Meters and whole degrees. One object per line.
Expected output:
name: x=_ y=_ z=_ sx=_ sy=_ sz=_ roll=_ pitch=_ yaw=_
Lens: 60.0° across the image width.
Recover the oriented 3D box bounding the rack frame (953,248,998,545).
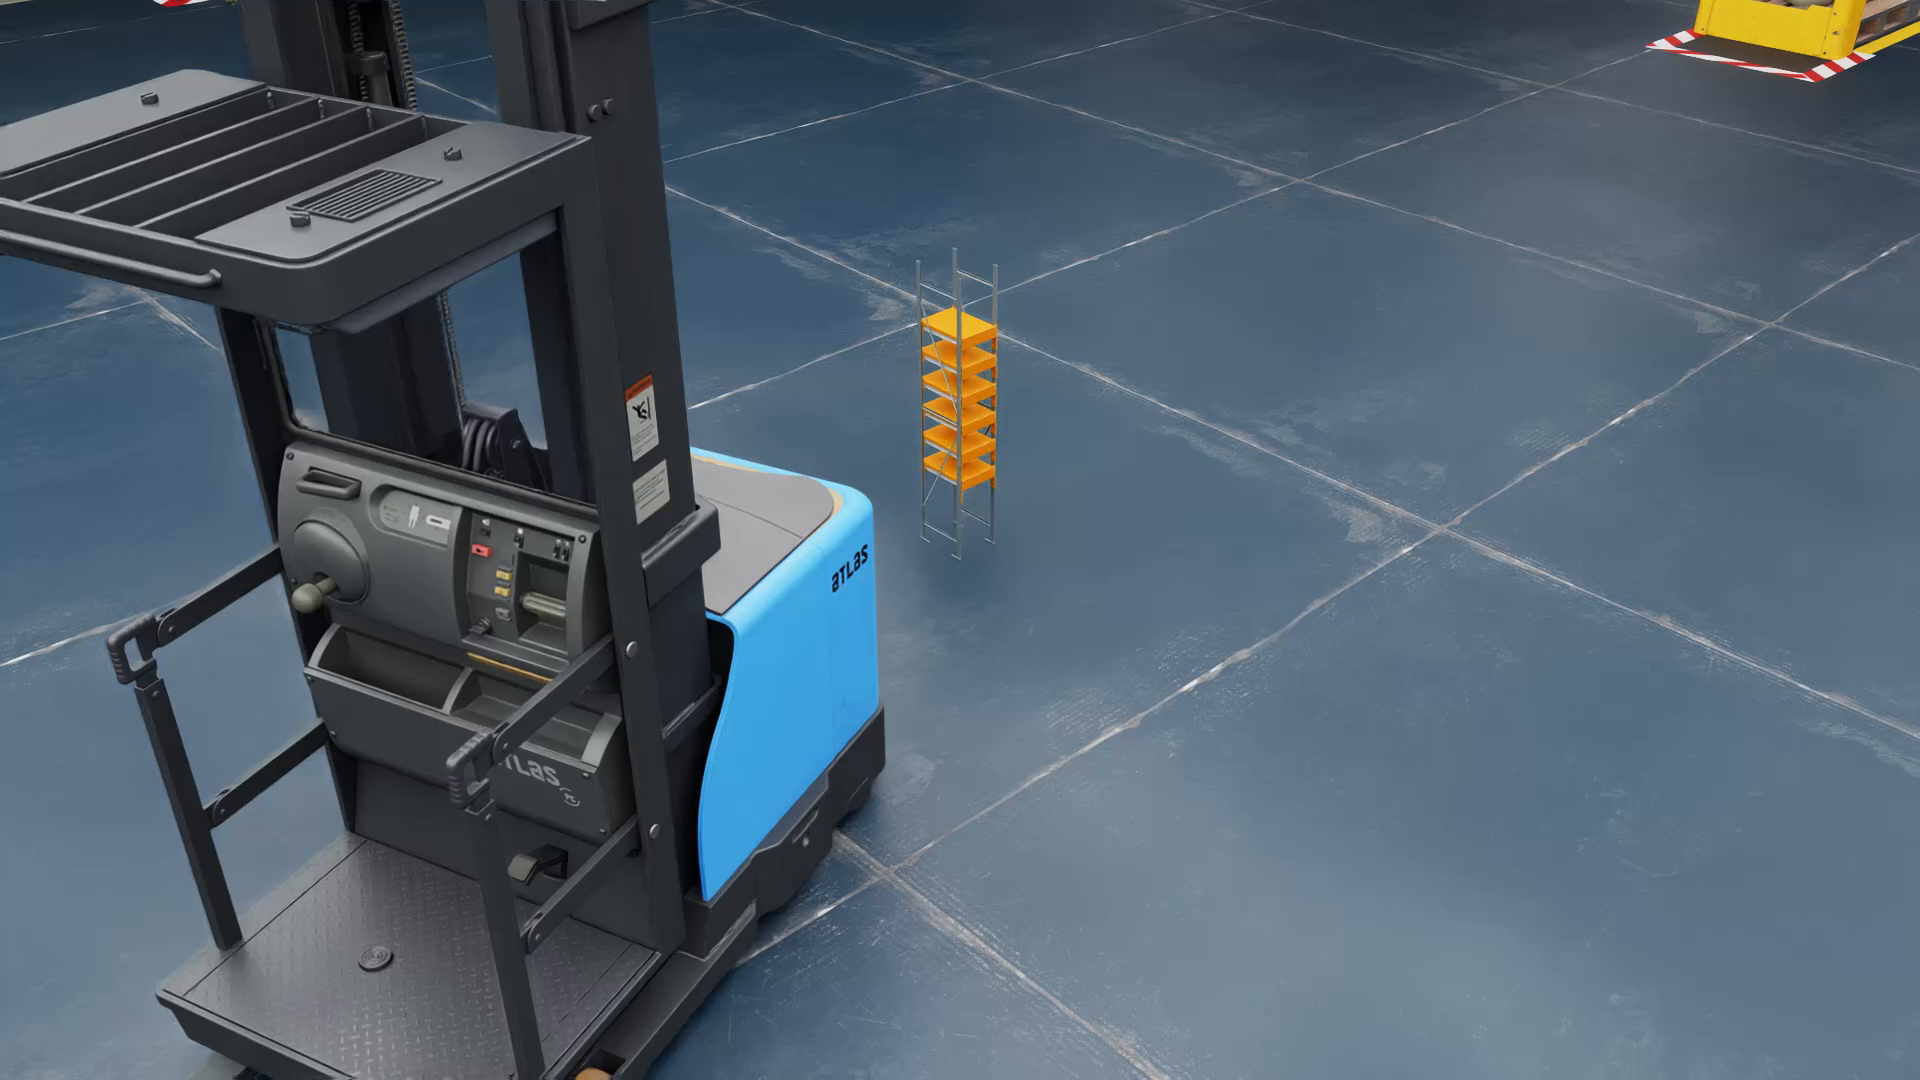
rack frame: x=0.056 y=-0.539 z=6.482 sx=0.006 sy=1.200 sz=0.240 roll=-26 pitch=40 yaw=-35

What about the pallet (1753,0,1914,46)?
pallet: x=7.050 y=-4.337 z=13.641 sx=1.213 sy=0.211 sz=1.003 roll=-26 pitch=40 yaw=-35

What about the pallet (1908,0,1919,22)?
pallet: x=7.944 y=-4.768 z=14.345 sx=1.213 sy=0.211 sz=1.003 roll=-26 pitch=40 yaw=-35

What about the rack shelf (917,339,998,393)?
rack shelf: x=-0.011 y=-0.674 z=6.327 sx=0.180 sy=0.103 sz=0.258 roll=-26 pitch=40 yaw=-35

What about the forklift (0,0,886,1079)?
forklift: x=-1.347 y=0.097 z=3.781 sx=1.130 sy=2.935 sz=3.031 roll=14 pitch=34 yaw=22

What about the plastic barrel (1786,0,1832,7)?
plastic barrel: x=6.858 y=-4.576 z=13.341 sx=0.421 sy=0.512 sz=0.421 roll=0 pitch=31 yaw=0

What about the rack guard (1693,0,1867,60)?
rack guard: x=6.451 y=-4.174 z=13.097 sx=0.348 sy=0.500 sz=1.175 roll=-26 pitch=40 yaw=-35

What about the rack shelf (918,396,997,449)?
rack shelf: x=-0.011 y=-0.469 z=6.452 sx=0.180 sy=0.103 sz=0.258 roll=-26 pitch=40 yaw=-35

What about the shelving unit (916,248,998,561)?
shelving unit: x=-0.011 y=-0.507 z=6.429 sx=0.189 sy=1.200 sz=0.258 roll=-26 pitch=40 yaw=-35

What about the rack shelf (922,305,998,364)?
rack shelf: x=-0.011 y=-0.776 z=6.264 sx=0.180 sy=0.103 sz=0.258 roll=-26 pitch=40 yaw=-35

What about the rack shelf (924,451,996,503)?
rack shelf: x=-0.011 y=-0.264 z=6.577 sx=0.180 sy=0.103 sz=0.258 roll=-26 pitch=40 yaw=-35

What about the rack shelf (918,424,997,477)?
rack shelf: x=-0.011 y=-0.366 z=6.514 sx=0.180 sy=0.103 sz=0.258 roll=-26 pitch=40 yaw=-35

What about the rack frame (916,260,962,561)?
rack frame: x=-0.078 y=-0.474 z=6.376 sx=0.006 sy=1.200 sz=0.240 roll=-26 pitch=40 yaw=-35

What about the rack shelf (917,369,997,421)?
rack shelf: x=-0.011 y=-0.571 z=6.389 sx=0.180 sy=0.103 sz=0.258 roll=-26 pitch=40 yaw=-35
